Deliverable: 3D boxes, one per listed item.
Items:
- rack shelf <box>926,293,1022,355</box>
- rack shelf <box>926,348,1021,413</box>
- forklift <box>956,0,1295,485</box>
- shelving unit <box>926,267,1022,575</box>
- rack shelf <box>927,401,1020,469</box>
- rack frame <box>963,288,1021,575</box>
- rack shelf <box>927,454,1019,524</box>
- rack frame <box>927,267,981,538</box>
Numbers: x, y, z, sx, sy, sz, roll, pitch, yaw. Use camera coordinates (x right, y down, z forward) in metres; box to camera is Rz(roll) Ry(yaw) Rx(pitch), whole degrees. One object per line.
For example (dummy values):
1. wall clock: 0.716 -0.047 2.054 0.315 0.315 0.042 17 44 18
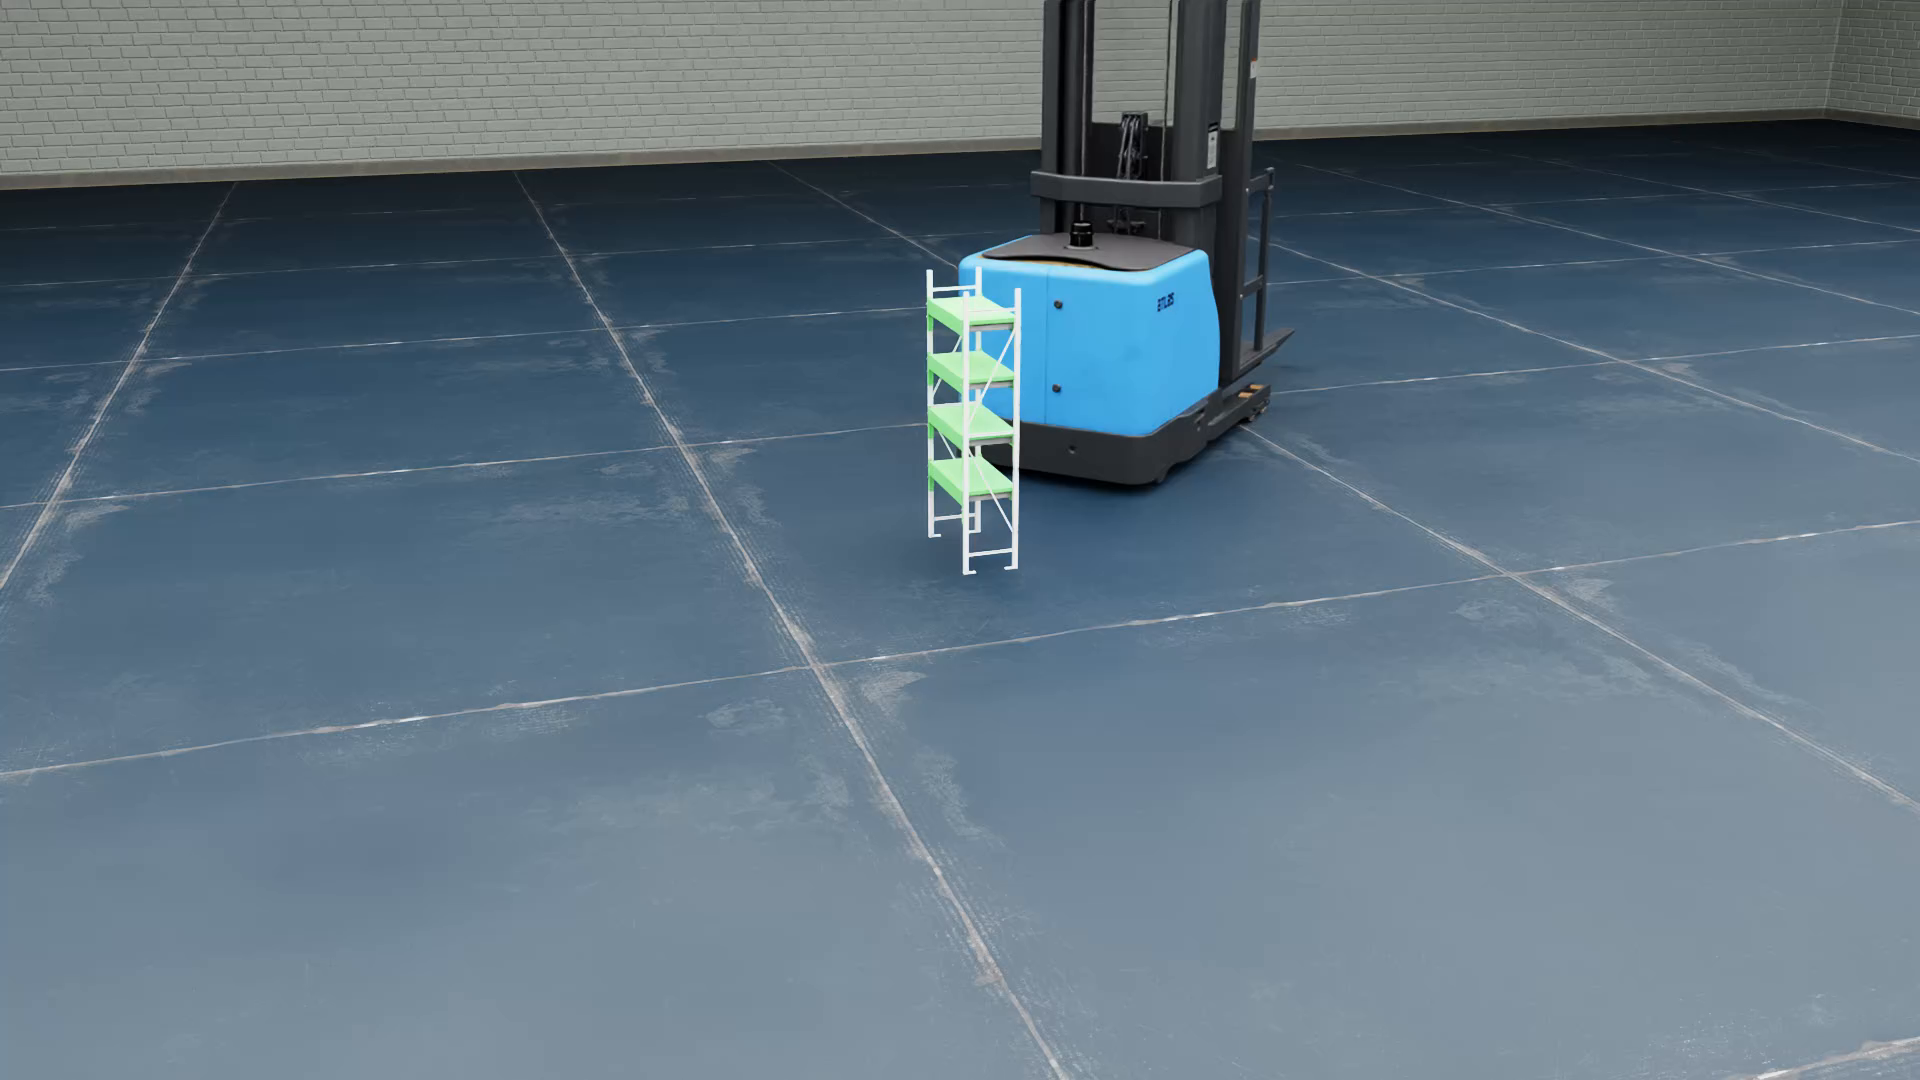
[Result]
1. rack shelf: 0.052 -0.903 6.925 0.258 0.148 0.480 -6 21 -17
2. rack shelf: 0.052 -0.677 7.006 0.258 0.148 0.480 -6 21 -17
3. forklift: 1.108 -2.098 8.922 1.130 2.935 3.031 10 22 26
4. shelving unit: 0.052 -0.512 7.066 0.258 1.200 0.503 -6 21 -17
5. rack shelf: 0.052 -0.451 7.087 0.258 0.148 0.480 -6 21 -17
6. rack frame: 0.129 -0.433 6.848 0.240 1.200 0.015 -6 21 -17
7. rack shelf: 0.052 -0.226 7.169 0.258 0.148 0.480 -6 21 -17
8. rack frame: -0.025 -0.590 7.284 0.240 1.200 0.015 -6 21 -17
